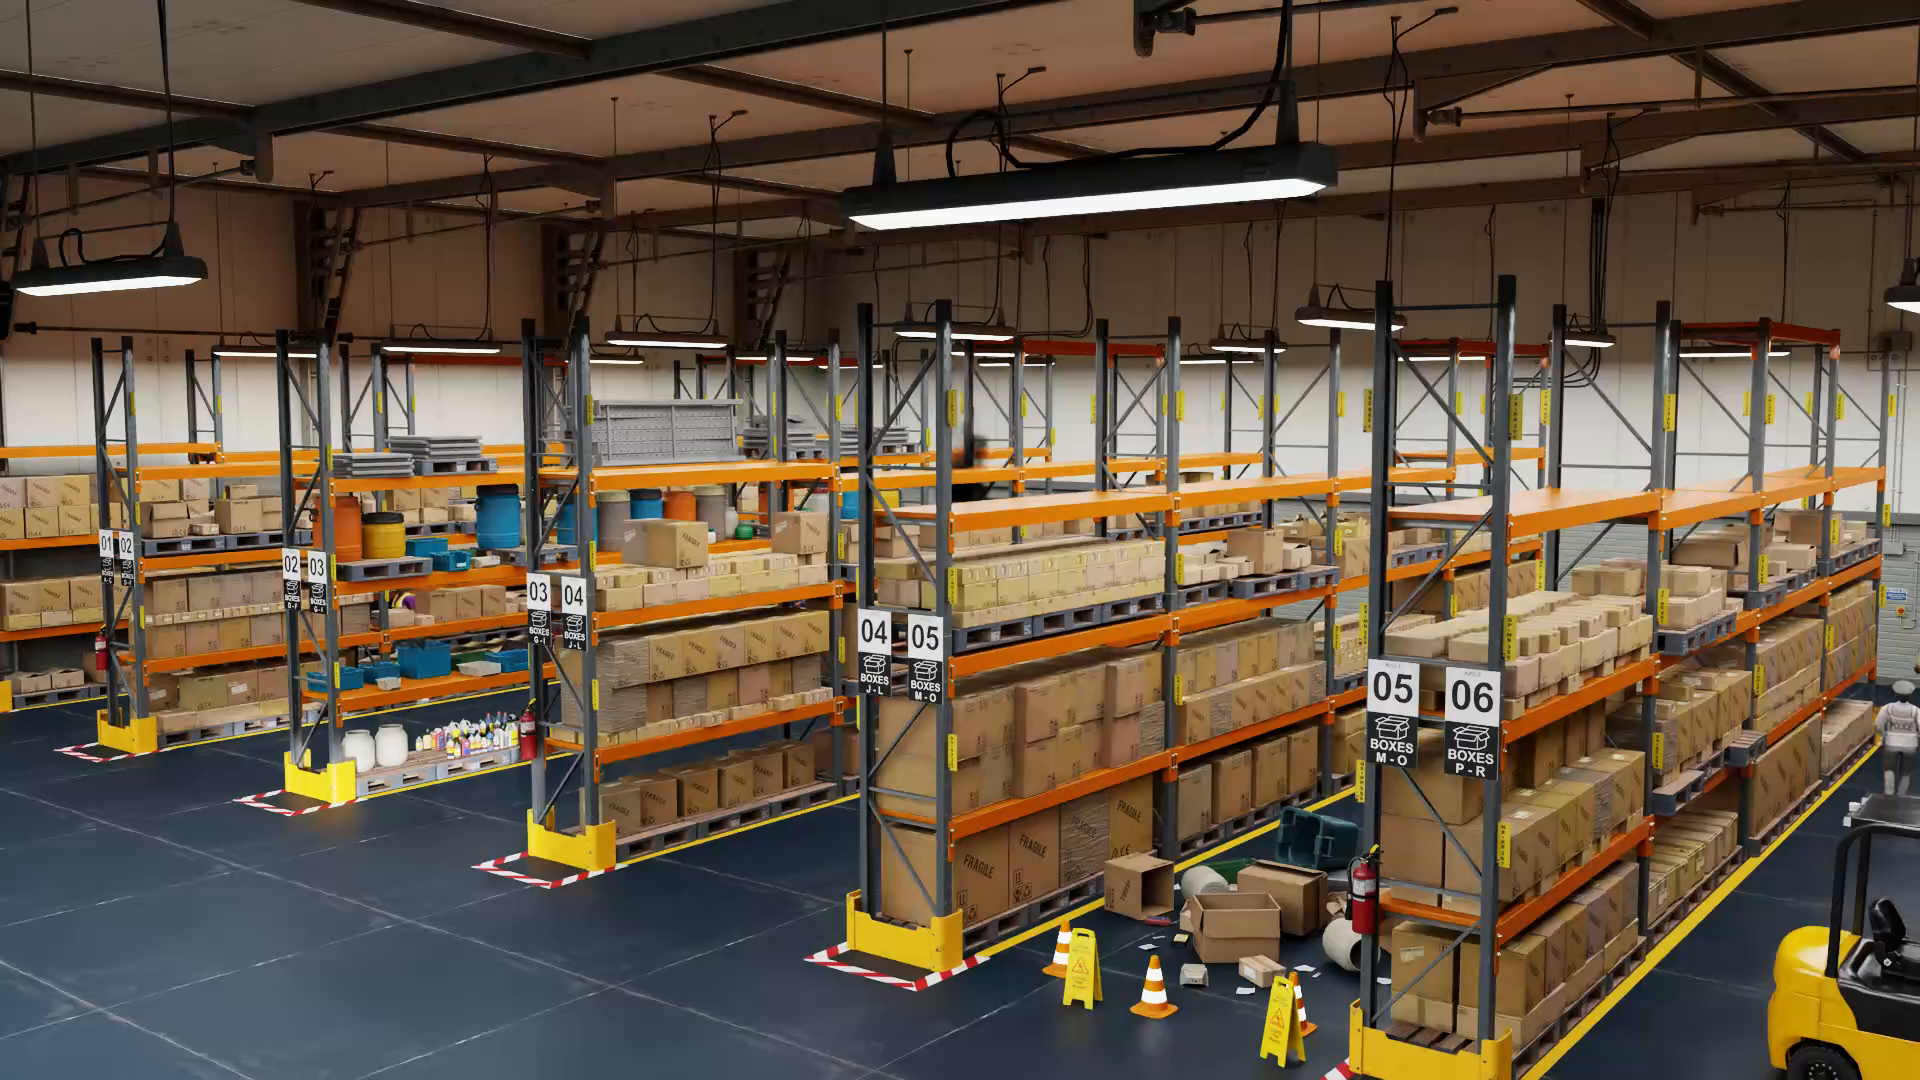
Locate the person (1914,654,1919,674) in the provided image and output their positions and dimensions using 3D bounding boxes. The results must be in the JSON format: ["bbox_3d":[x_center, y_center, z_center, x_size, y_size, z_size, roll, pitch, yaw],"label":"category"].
[{"bbox_3d":[14.367,2.206,24.491,0.579,1.698,0.864,2,5,23],"label":"person"}]

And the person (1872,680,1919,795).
[{"bbox_3d":[11.638,2.549,20.587,0.611,1.649,0.558,3,6,32],"label":"person"}]

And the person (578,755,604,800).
[{"bbox_3d":[-4.816,2.426,21.504,0.673,1.855,0.760,2,6,26],"label":"person"}]

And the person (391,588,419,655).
[{"bbox_3d":[-10.239,1.622,30.745,0.664,1.833,0.783,3,6,33],"label":"person"}]
